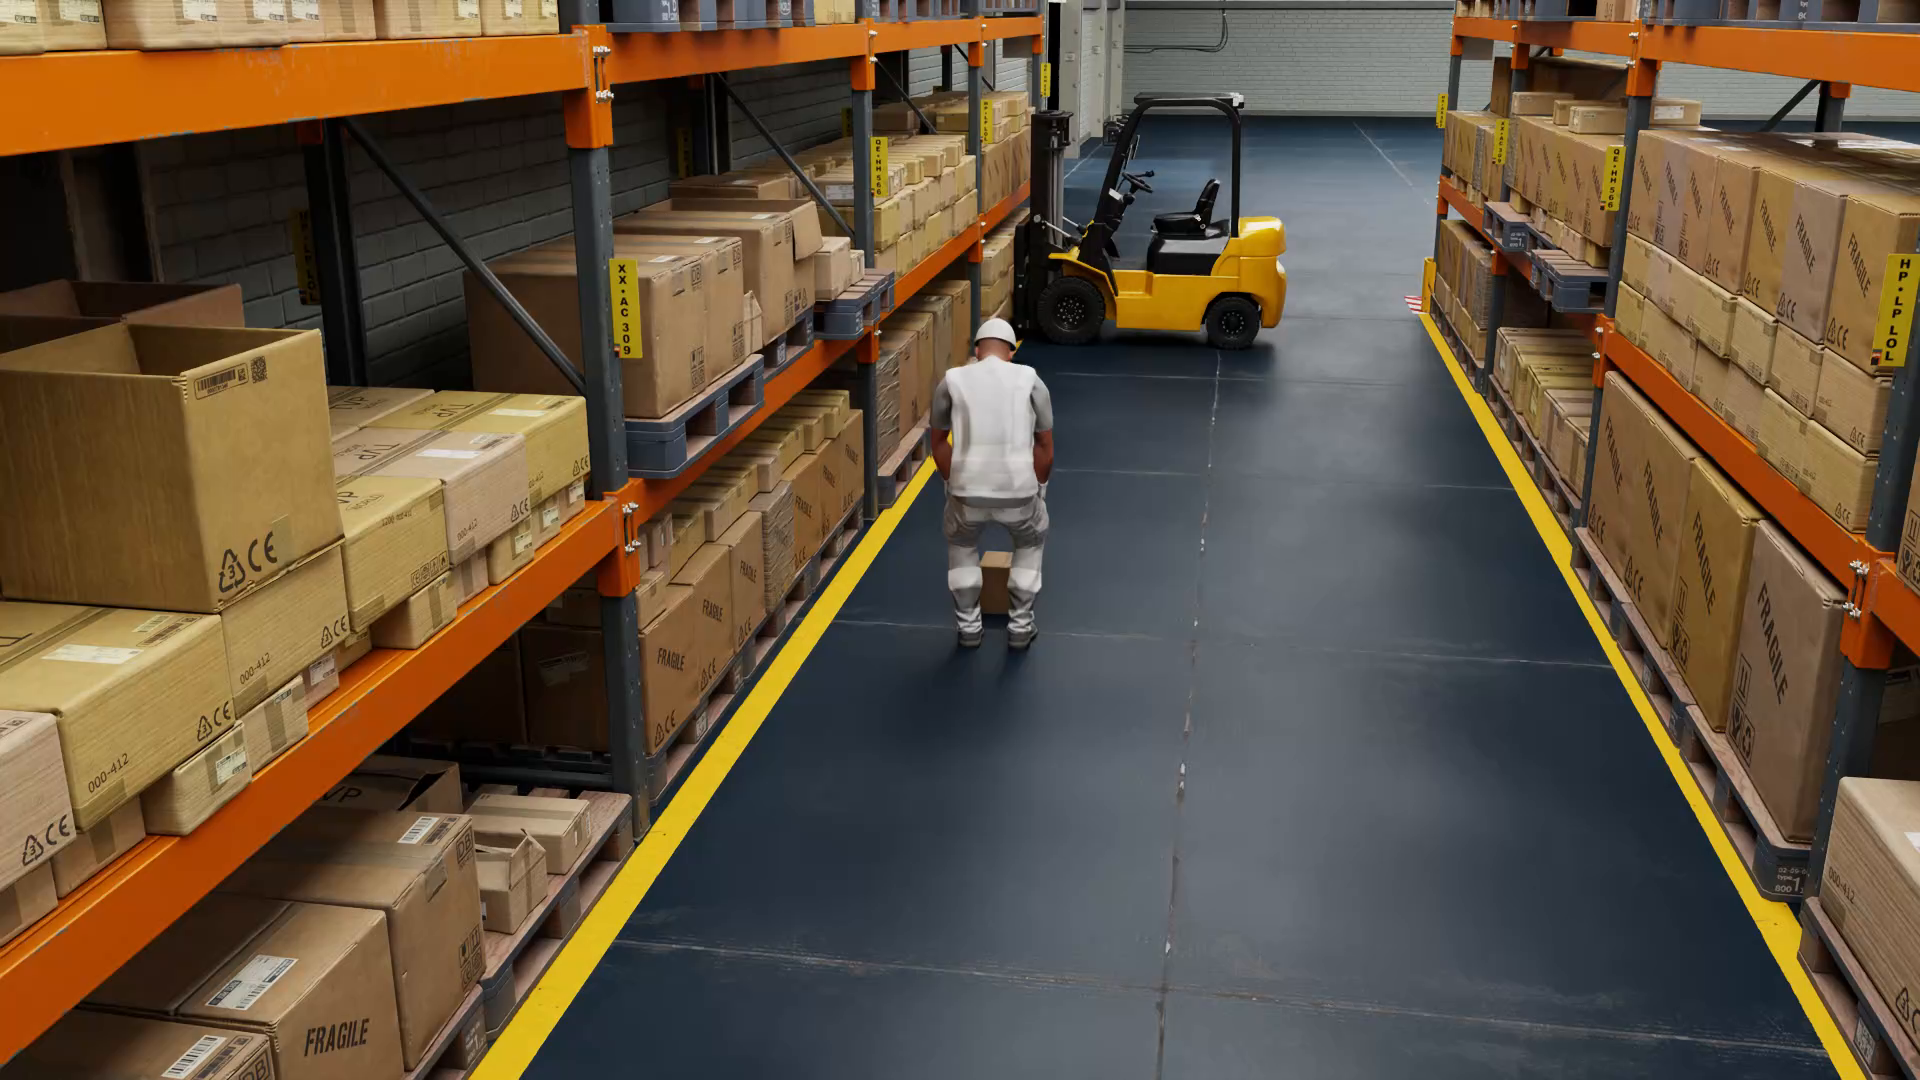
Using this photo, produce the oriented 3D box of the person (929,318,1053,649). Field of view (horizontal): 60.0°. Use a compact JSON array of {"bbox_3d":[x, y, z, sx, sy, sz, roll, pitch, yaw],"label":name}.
[{"bbox_3d":[0.139,-0.256,7.789,0.581,1.500,0.711,3,18,8],"label":"person"}]
